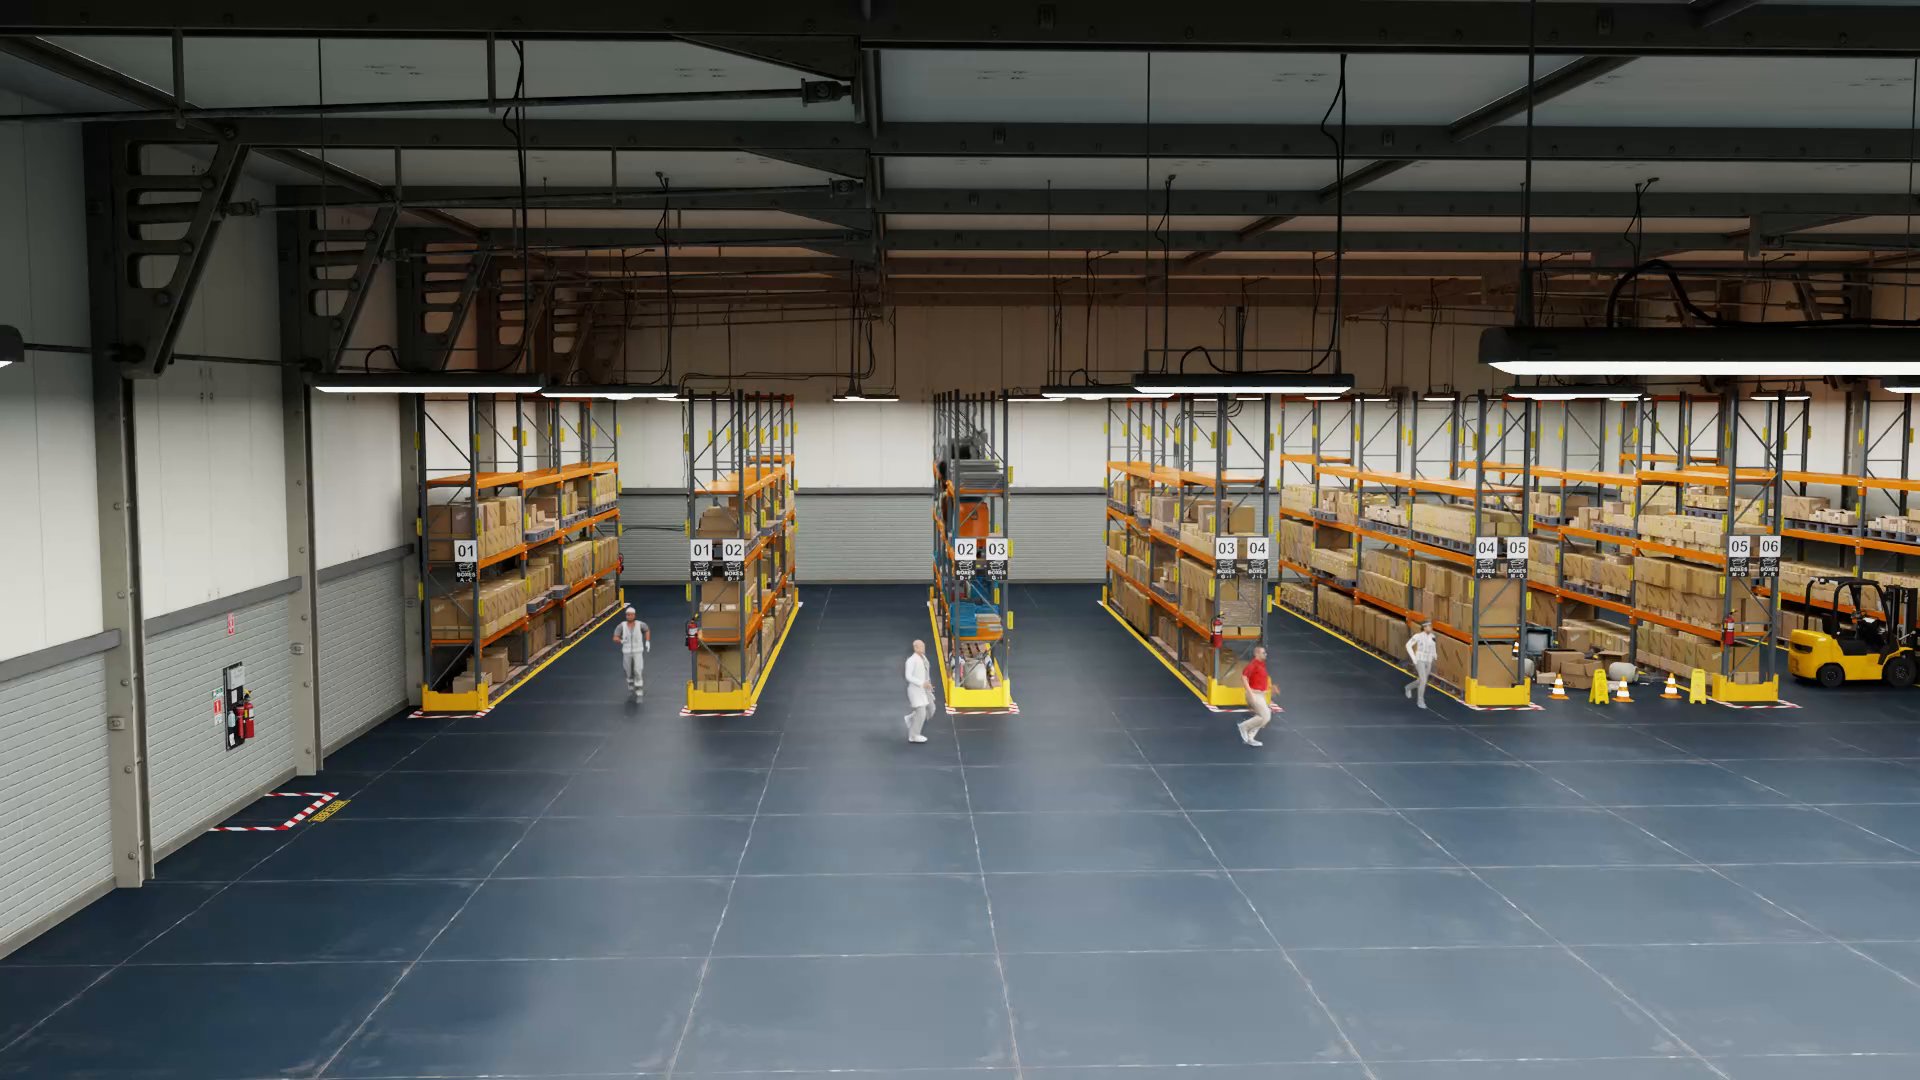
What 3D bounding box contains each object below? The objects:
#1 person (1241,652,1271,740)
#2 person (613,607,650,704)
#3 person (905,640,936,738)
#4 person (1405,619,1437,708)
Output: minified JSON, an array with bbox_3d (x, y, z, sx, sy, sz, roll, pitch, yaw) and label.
[{"bbox_3d":[4.992,2.614,27.843,0.495,1.515,0.631,2,5,25],"label":"person"},{"bbox_3d":[-6.303,2.185,31.922,0.683,1.808,0.926,0,5,-6],"label":"person"},{"bbox_3d":[-0.664,2.524,28.181,0.602,1.669,0.759,2,5,27],"label":"person"},{"bbox_3d":[8.807,2.335,31.712,0.652,1.688,0.766,-2,5,-24],"label":"person"}]
